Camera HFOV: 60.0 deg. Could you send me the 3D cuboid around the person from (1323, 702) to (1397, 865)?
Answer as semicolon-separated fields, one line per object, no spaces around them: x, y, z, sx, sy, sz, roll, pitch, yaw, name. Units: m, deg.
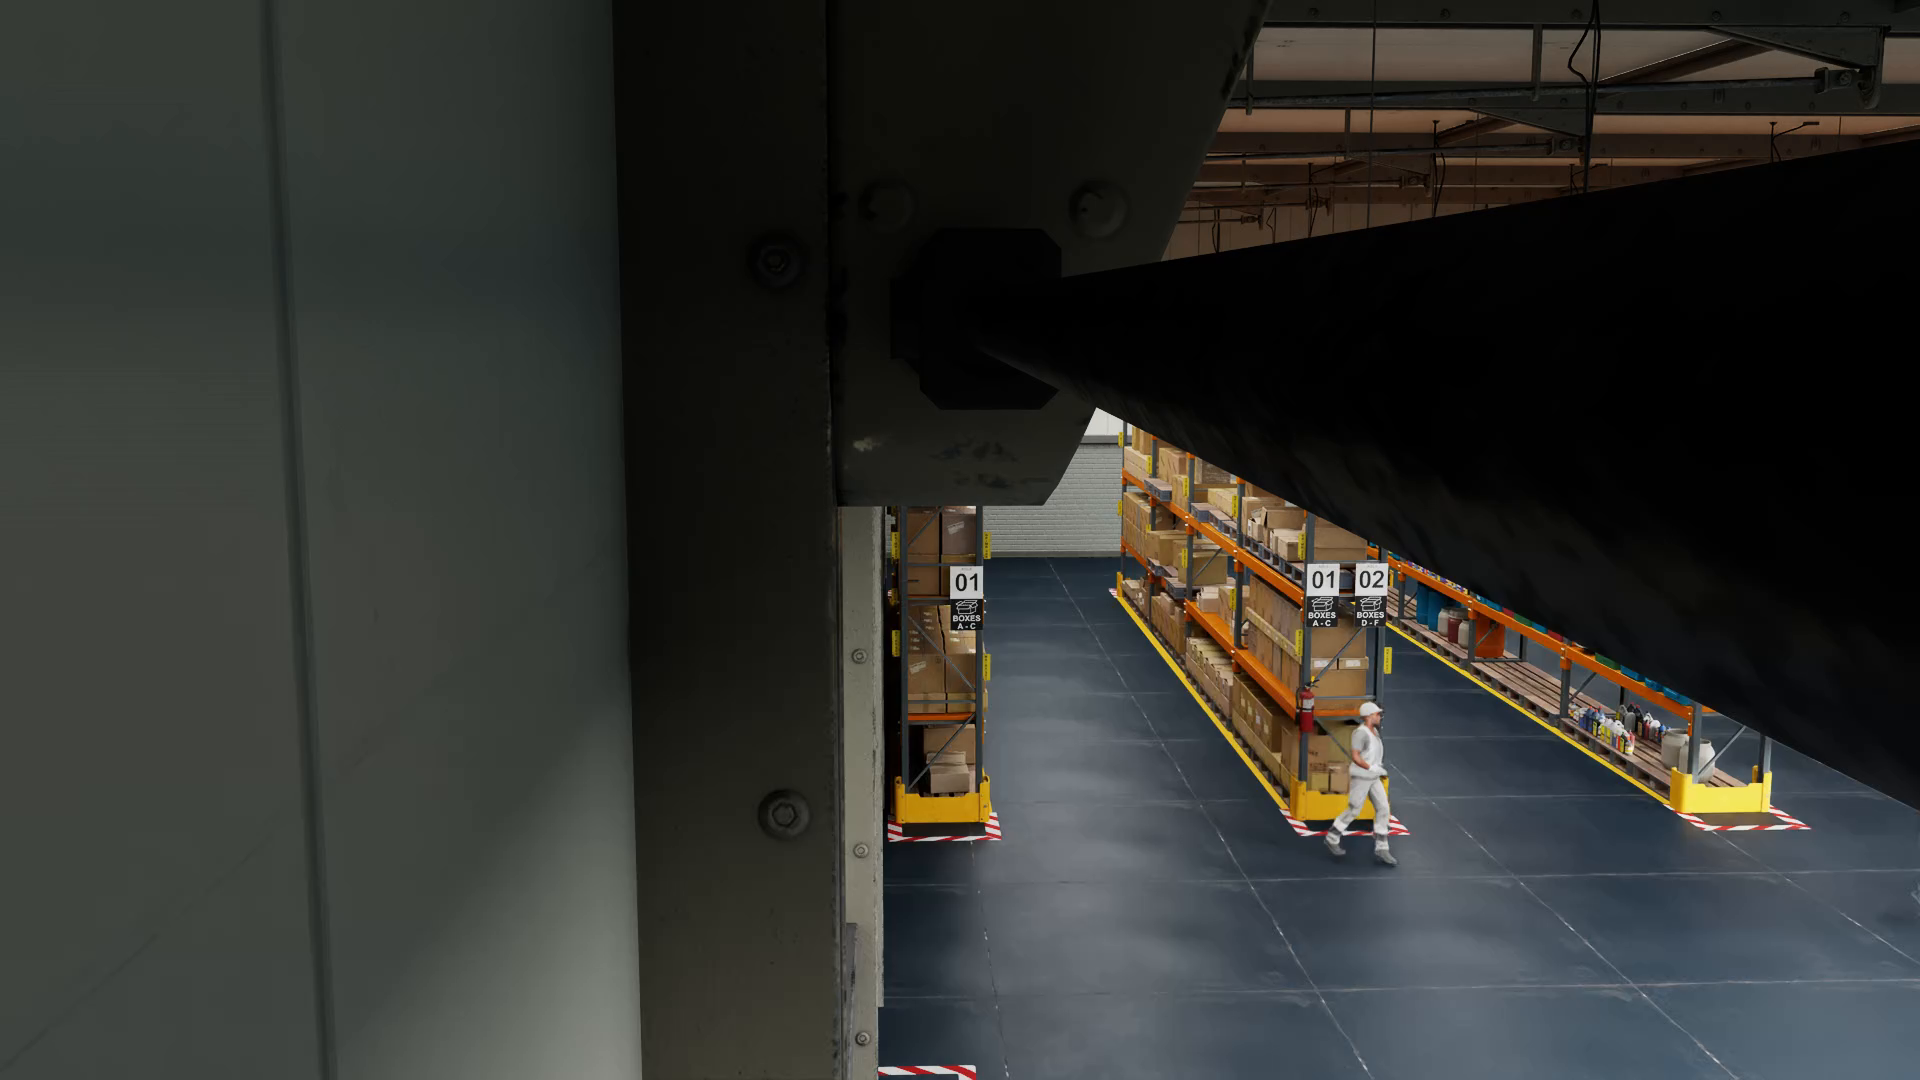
4.715;2.754;19.136;0.853;1.785;0.731;6;10;37;person
